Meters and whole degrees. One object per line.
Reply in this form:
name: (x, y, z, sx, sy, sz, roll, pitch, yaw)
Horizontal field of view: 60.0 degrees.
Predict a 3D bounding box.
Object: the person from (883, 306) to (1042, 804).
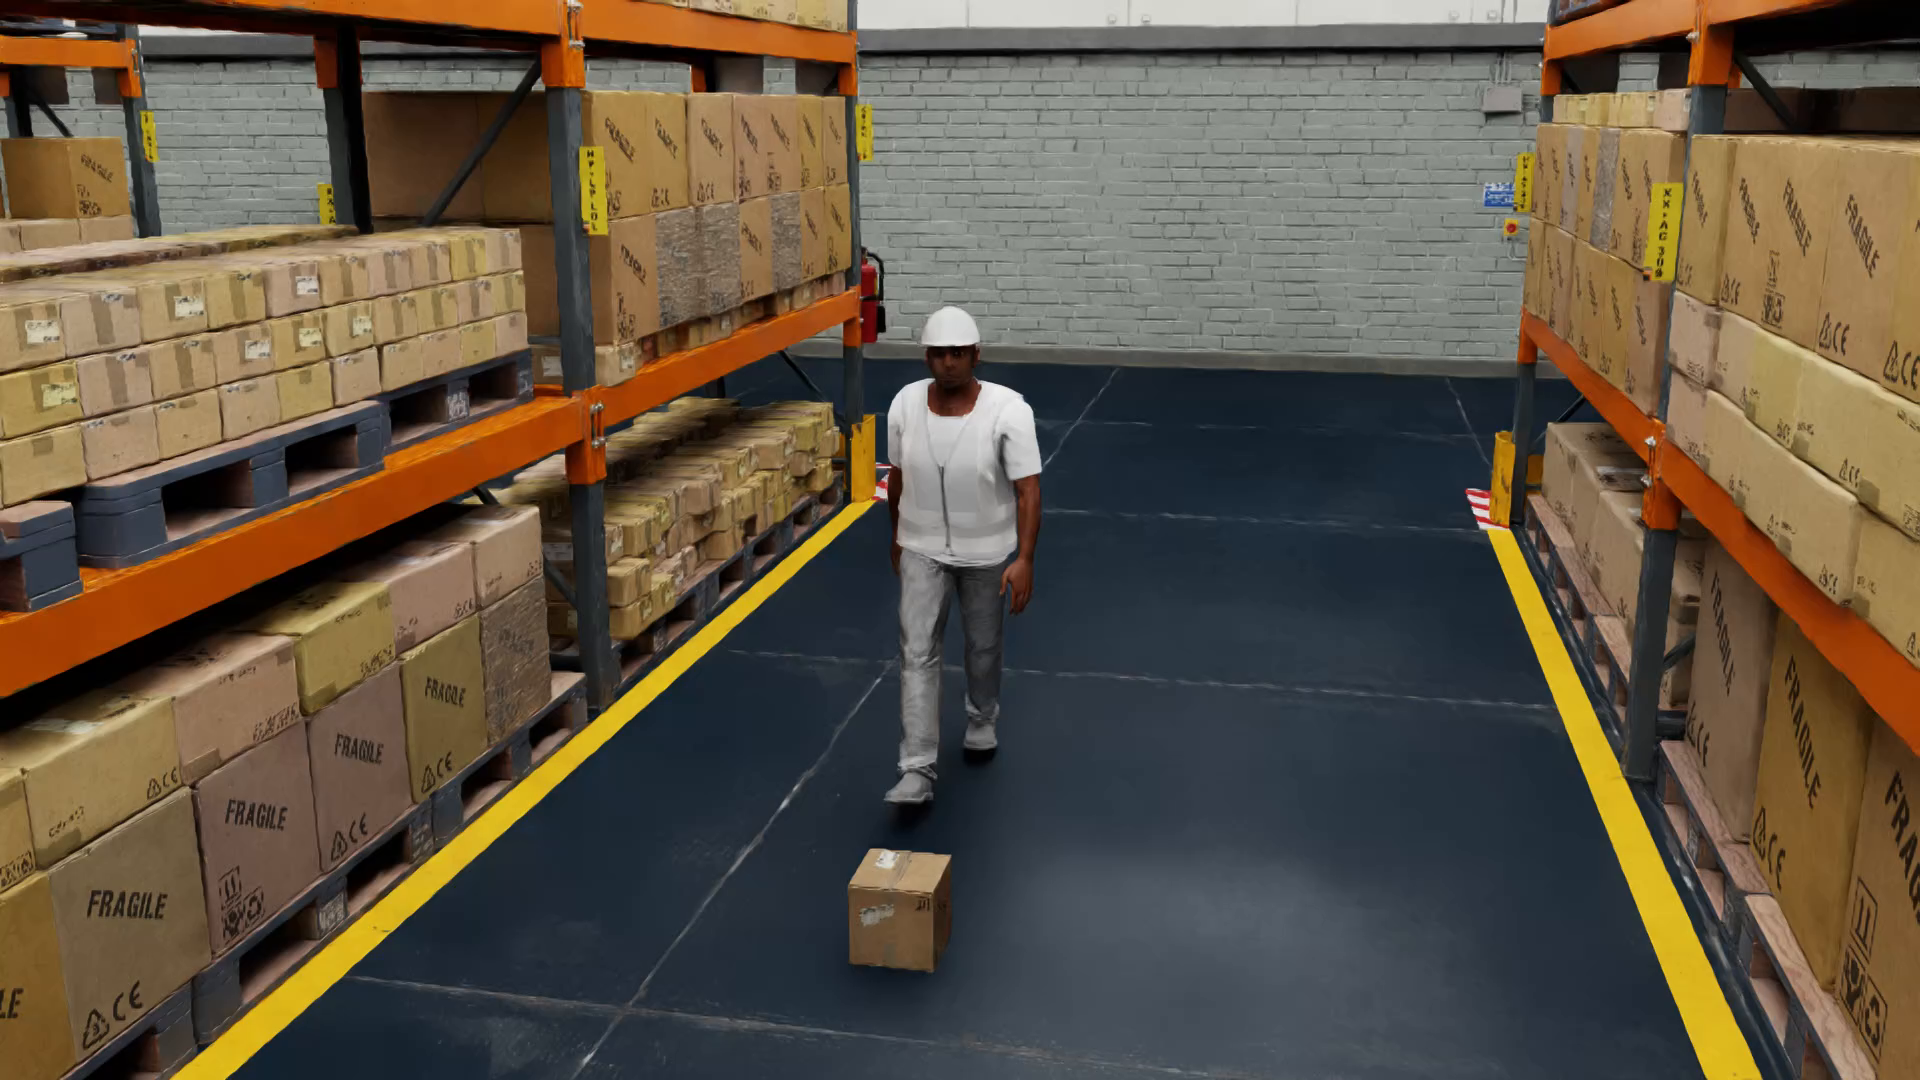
person: (-0.010, 0.036, 5.841, 0.596, 1.710, 1.010, 2, 15, 9)
